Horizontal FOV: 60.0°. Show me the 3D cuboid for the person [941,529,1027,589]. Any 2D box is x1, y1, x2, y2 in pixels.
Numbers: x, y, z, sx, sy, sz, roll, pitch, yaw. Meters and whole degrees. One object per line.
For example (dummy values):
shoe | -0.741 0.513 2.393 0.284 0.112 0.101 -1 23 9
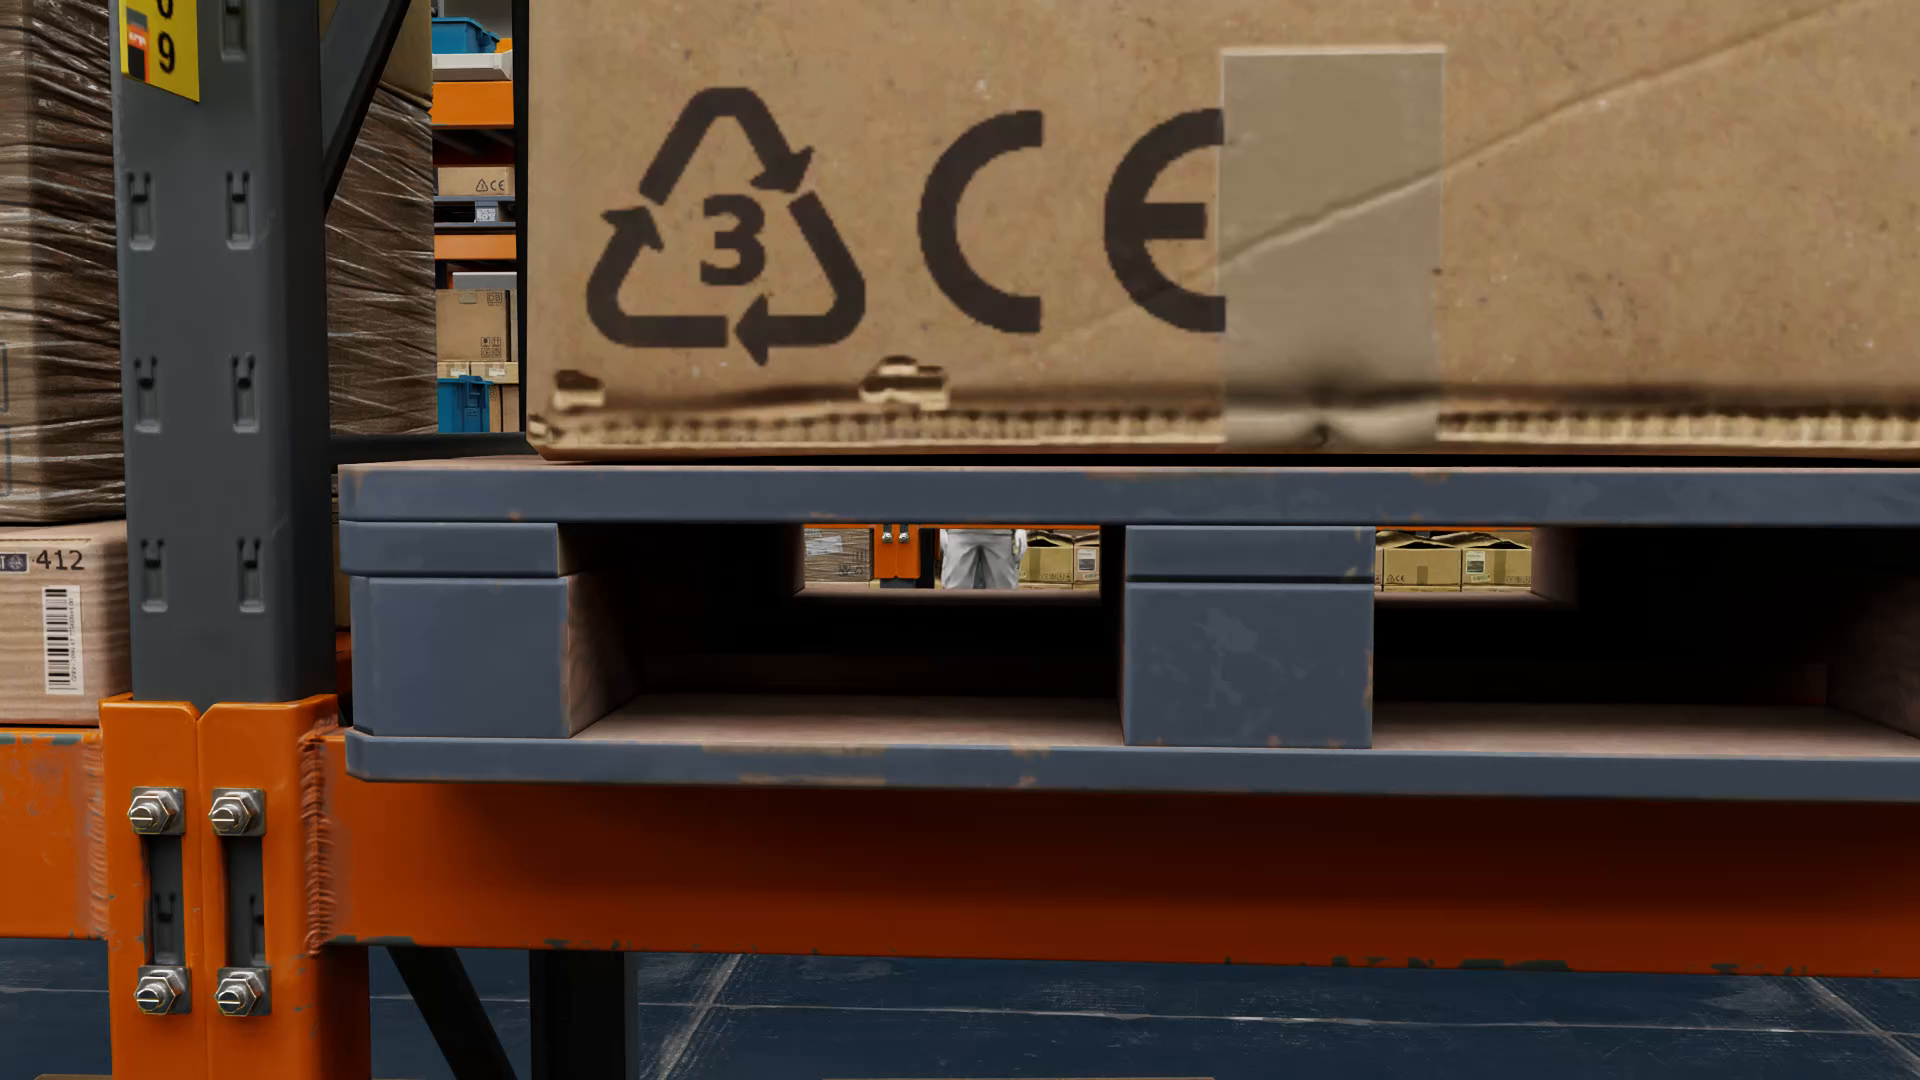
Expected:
person | 0.129 -0.023 9.512 0.526 1.780 0.350 0 4 5
